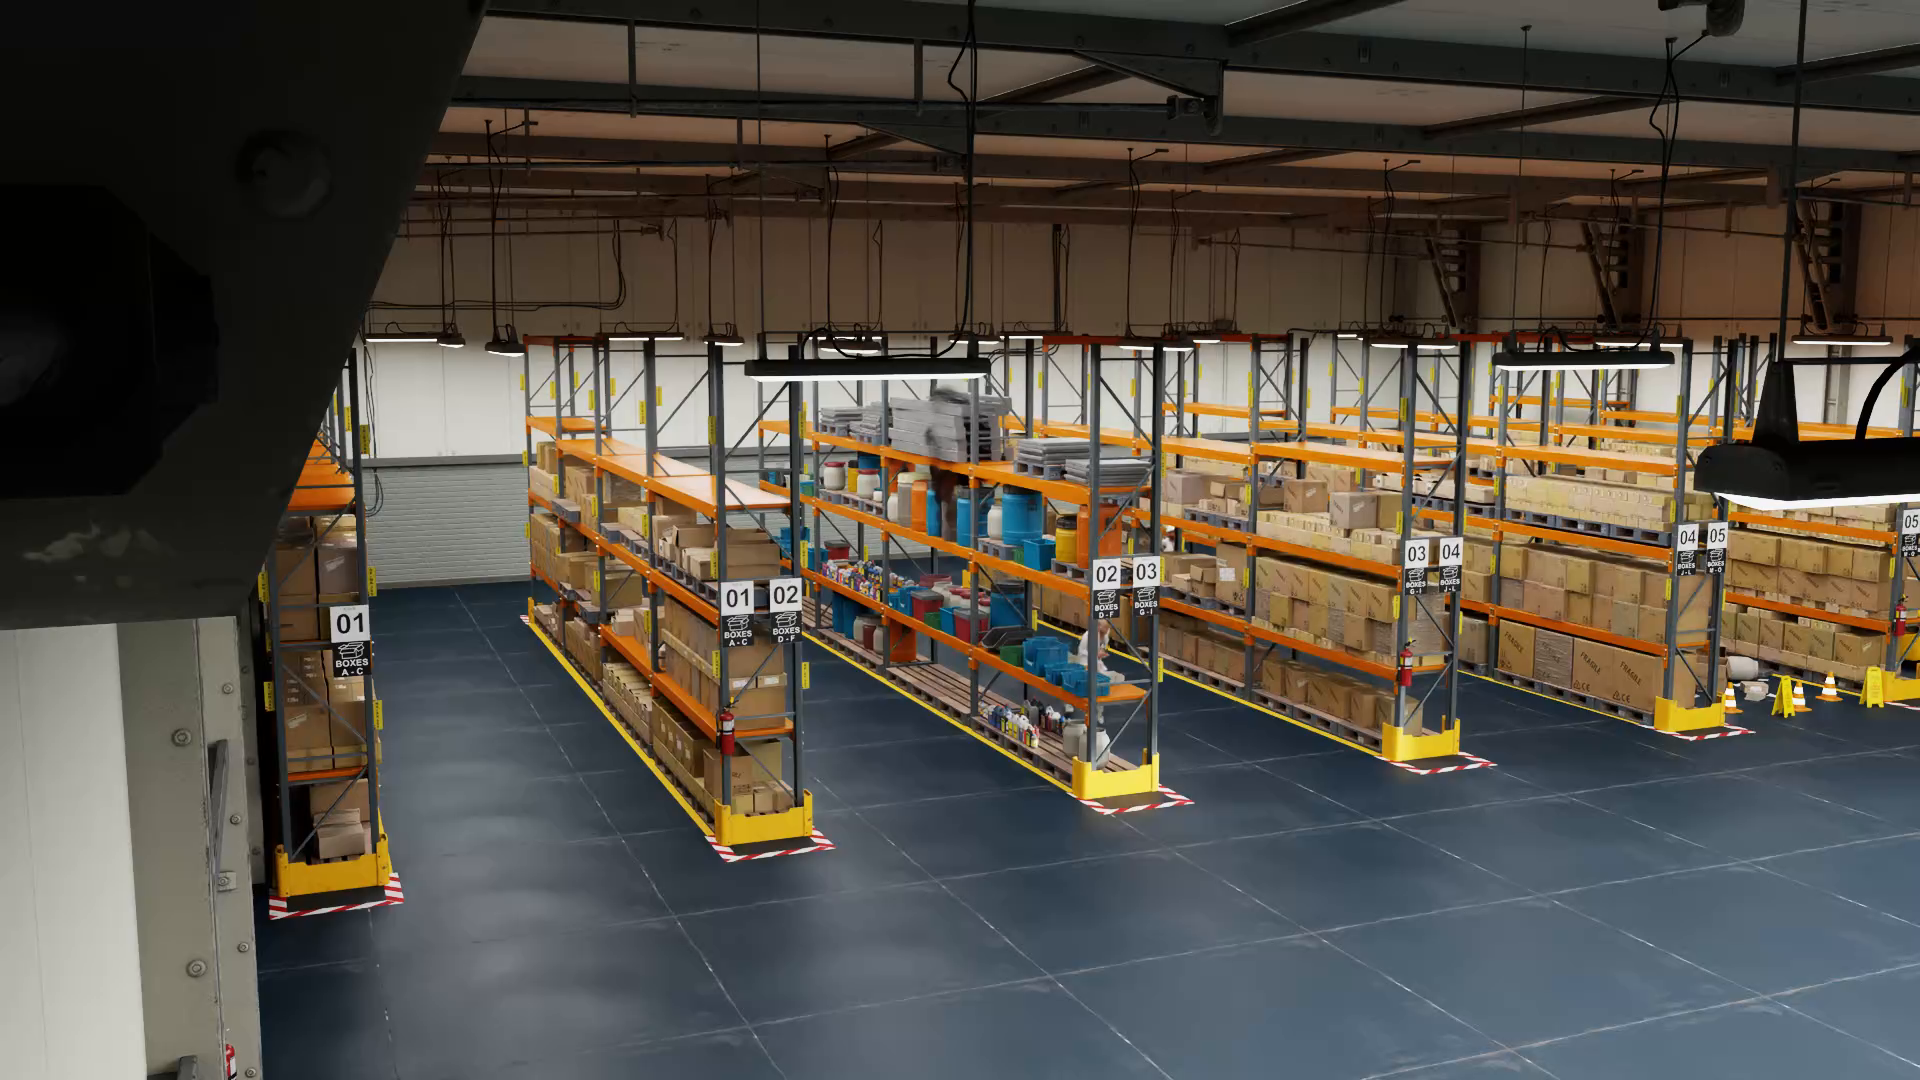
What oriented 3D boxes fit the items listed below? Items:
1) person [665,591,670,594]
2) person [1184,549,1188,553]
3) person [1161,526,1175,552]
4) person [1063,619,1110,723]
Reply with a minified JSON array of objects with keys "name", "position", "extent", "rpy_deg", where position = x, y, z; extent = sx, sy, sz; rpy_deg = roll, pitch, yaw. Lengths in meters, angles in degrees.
[{"name":"person","position":[-5.793,1.020,33.780],"extent":[0.594,1.785,0.872],"rpy_deg":[-6,9,-36]},{"name":"person","position":[4.476,1.032,33.491],"extent":[0.665,1.746,0.603],"rpy_deg":[-2,8,-18]},{"name":"person","position":[4.738,0.538,37.225],"extent":[0.661,1.731,0.585],"rpy_deg":[-2,8,-16]},{"name":"person","position":[2.033,2.027,26.391],"extent":[0.753,1.730,1.073],"rpy_deg":[-6,10,-38]}]
